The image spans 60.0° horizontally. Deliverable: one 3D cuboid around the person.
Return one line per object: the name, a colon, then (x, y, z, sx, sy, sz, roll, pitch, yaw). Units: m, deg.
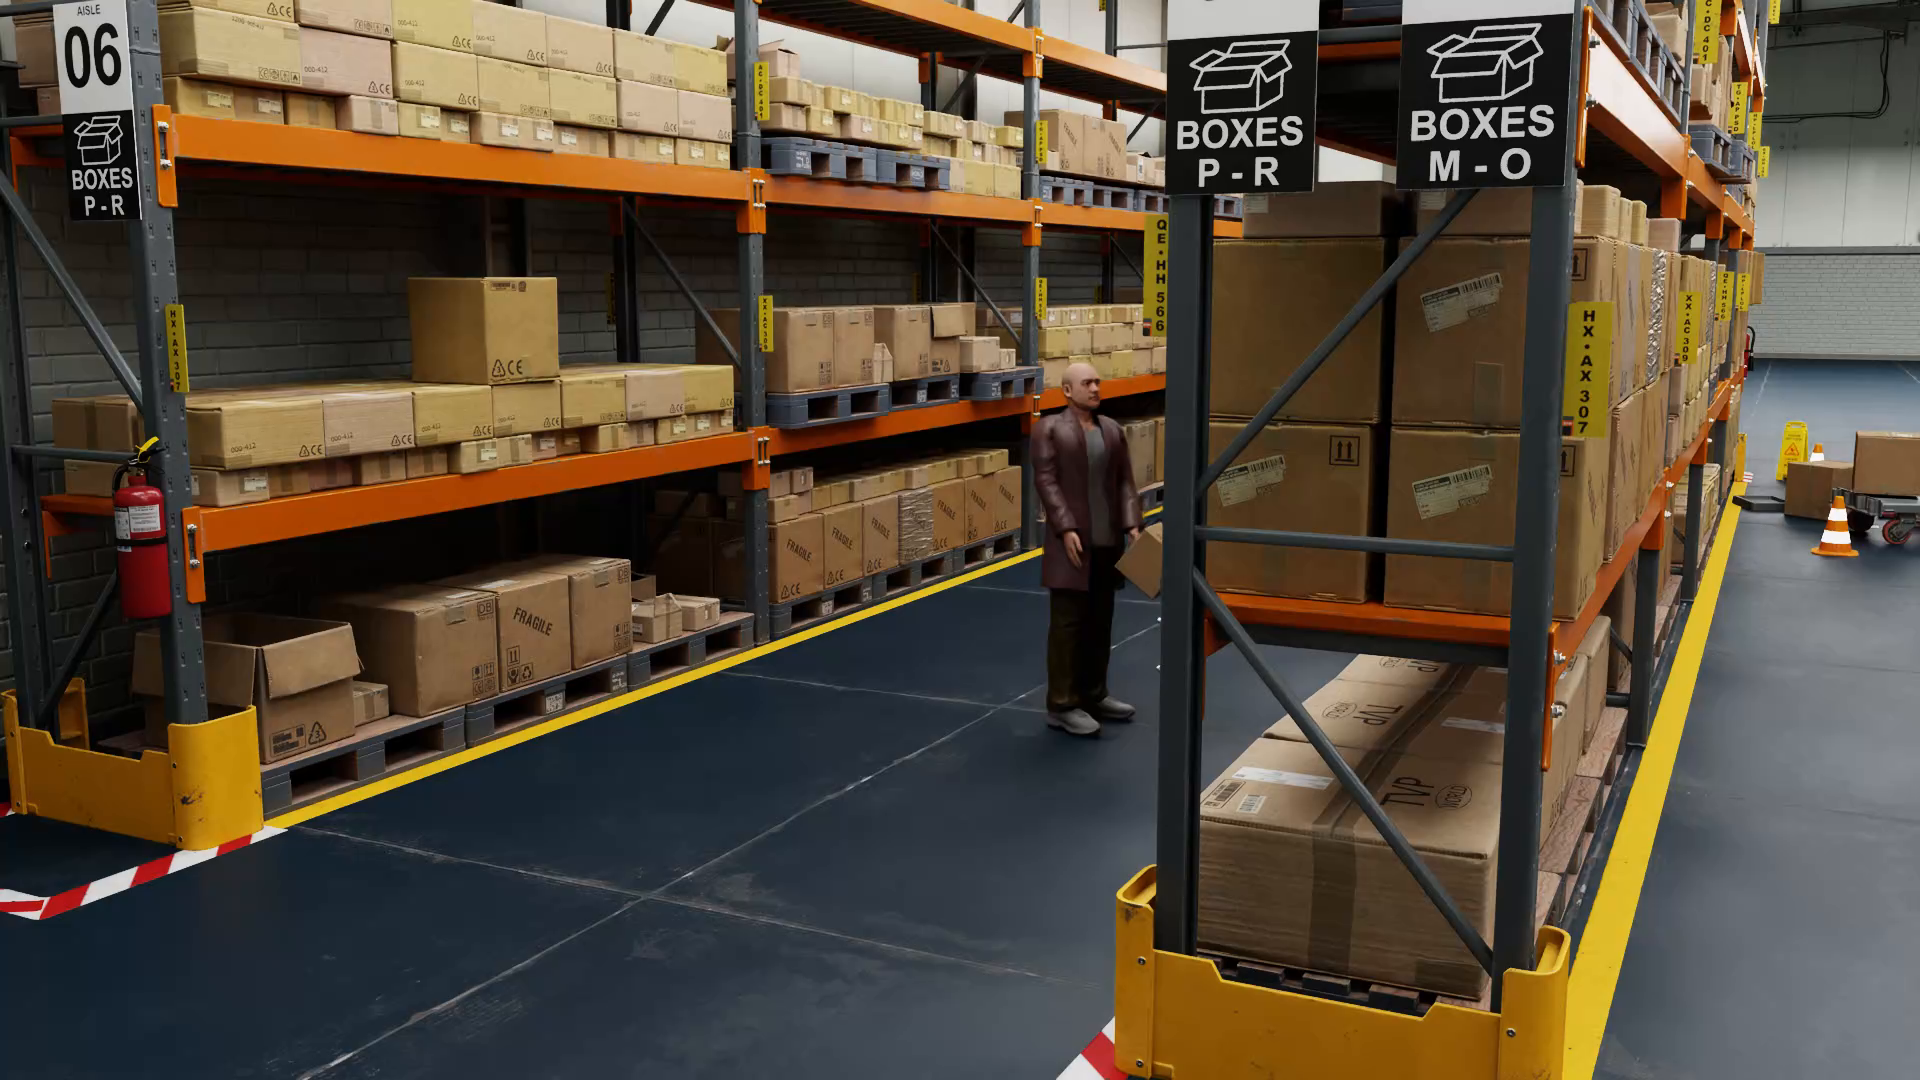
person: (0.675, 0.026, 8.178, 0.579, 1.781, 0.557, -5, 10, -31)
